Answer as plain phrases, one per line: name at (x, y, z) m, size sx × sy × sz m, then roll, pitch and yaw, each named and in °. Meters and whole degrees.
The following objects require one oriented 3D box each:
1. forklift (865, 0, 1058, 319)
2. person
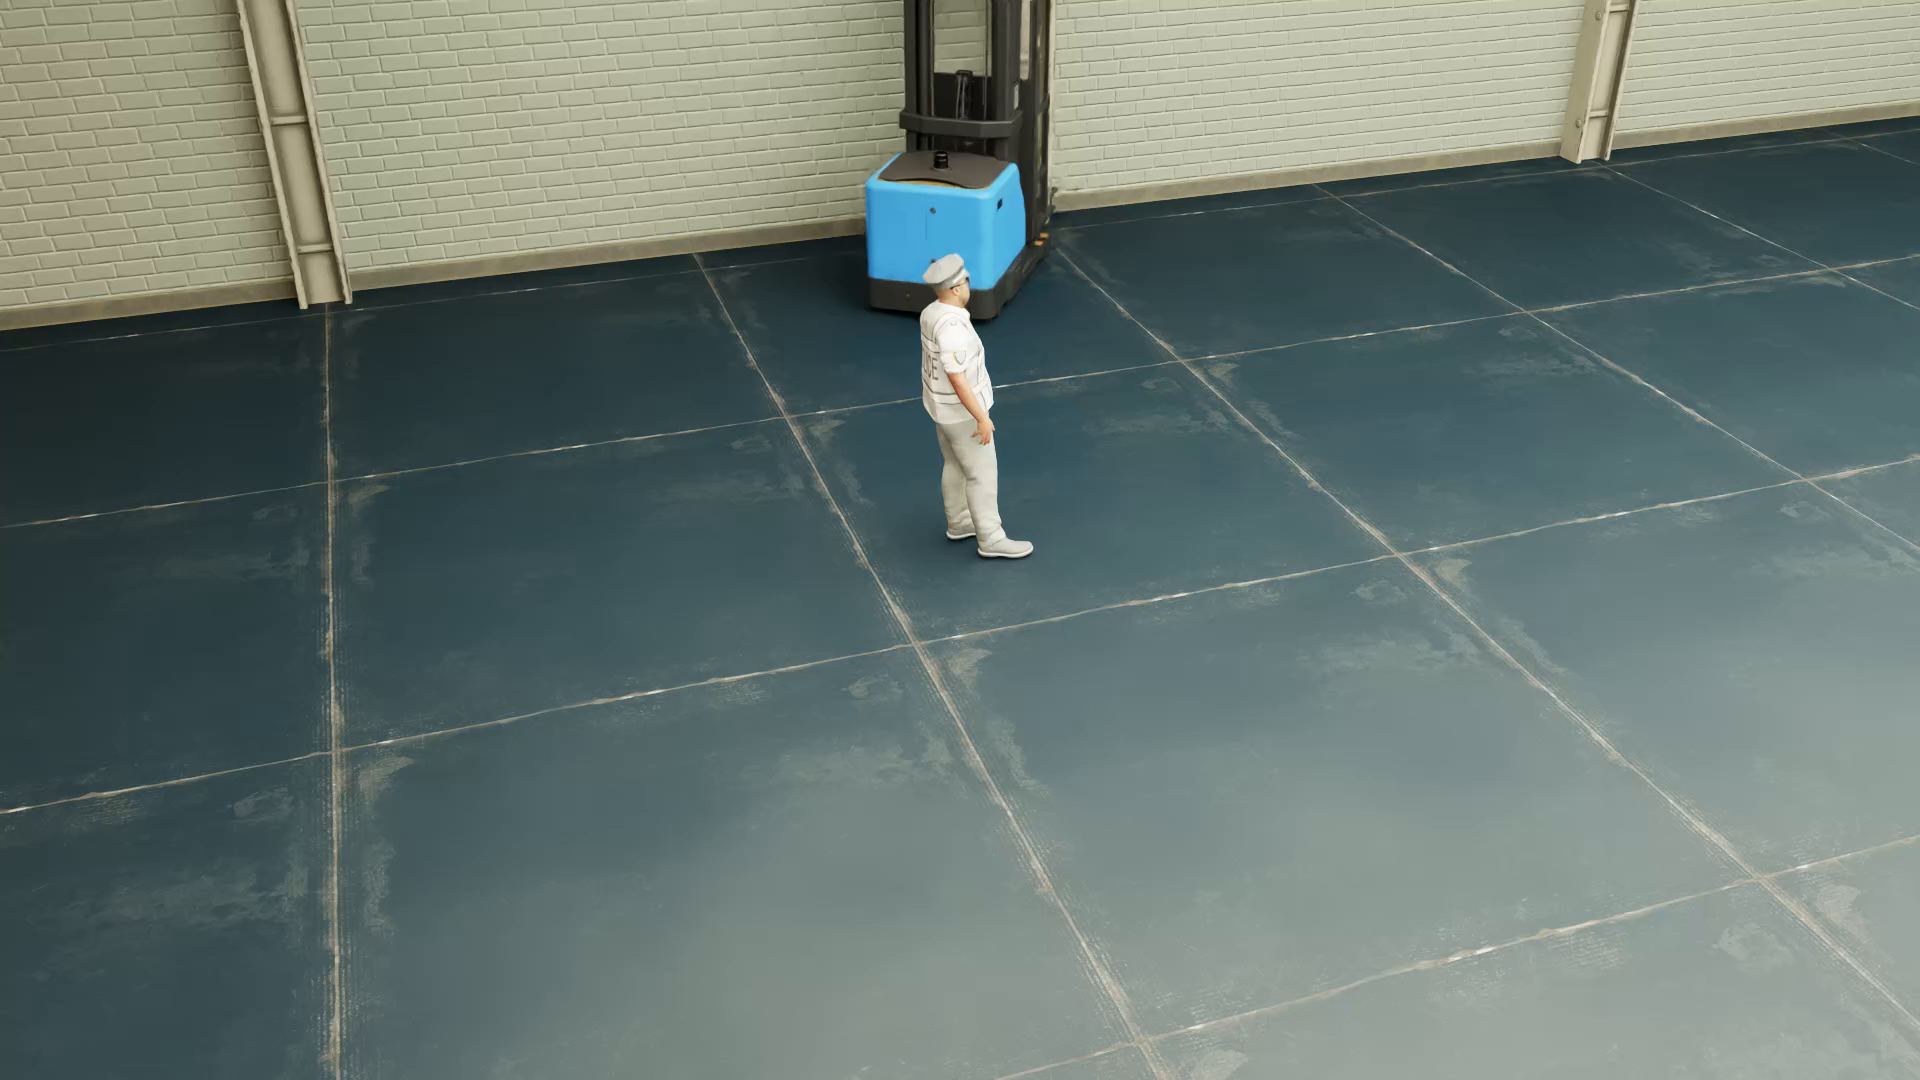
forklift at (0.166, -3.697, 13.513) m, size 1.130 × 2.935 × 3.031 m, roll 8°, pitch 31°, yaw 14°
person at (0.077, -0.785, 9.589) m, size 0.575 × 1.781 × 0.640 m, roll -10°, pitch 31°, yaw -16°
